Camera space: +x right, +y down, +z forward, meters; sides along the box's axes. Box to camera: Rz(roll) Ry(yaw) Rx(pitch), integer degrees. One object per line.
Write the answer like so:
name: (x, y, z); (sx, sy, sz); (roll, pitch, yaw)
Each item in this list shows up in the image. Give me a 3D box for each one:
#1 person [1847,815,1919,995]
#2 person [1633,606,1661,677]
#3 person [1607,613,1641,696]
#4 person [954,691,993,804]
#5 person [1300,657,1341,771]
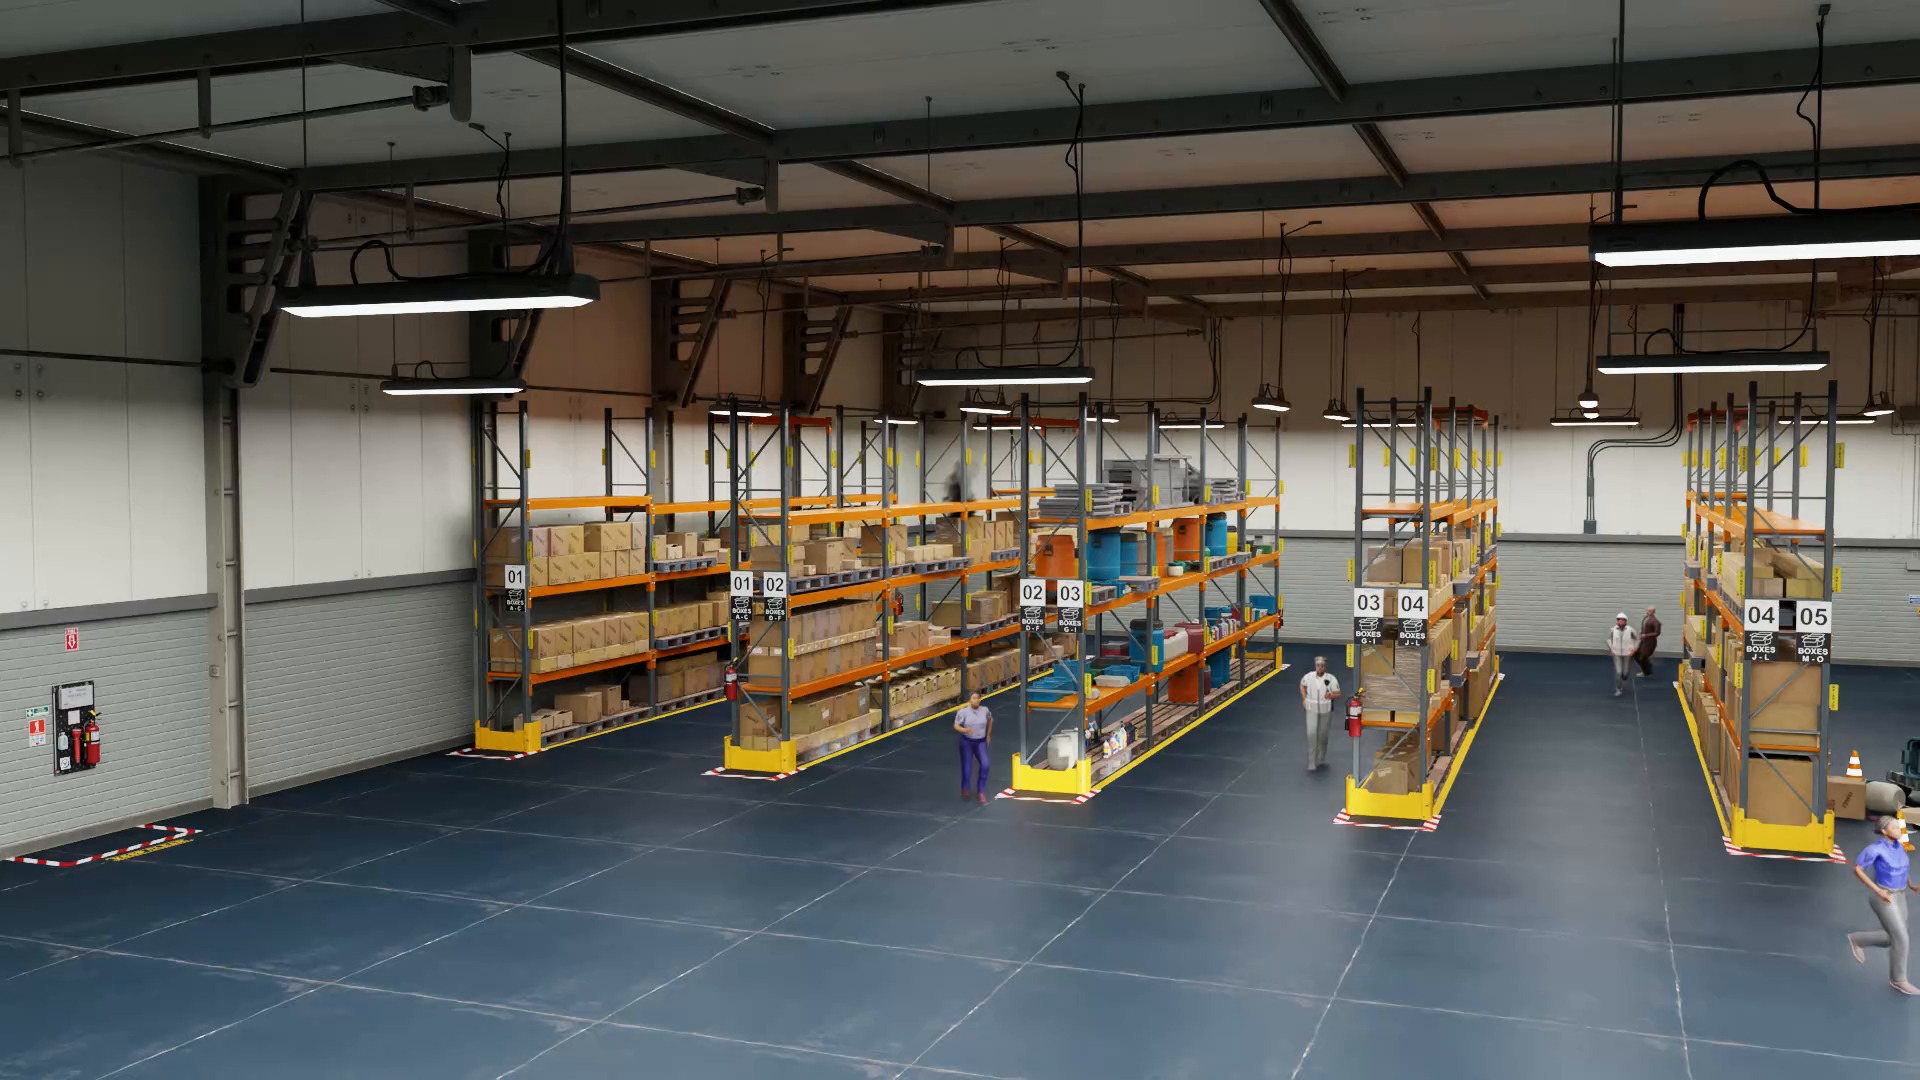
person: (8.785, 3.432, 15.811); (0.577, 1.643, 0.738); (-2, 3, -30)
person: (15.607, 2.322, 37.807); (0.550, 1.702, 0.825); (0, 3, -9)
person: (14.090, 2.424, 35.320); (0.677, 1.760, 0.625); (1, 3, 28)
person: (0.204, 3.016, 24.319); (0.623, 1.652, 0.776); (-1, 3, -11)
person: (5.856, 2.800, 27.053); (0.651, 1.826, 0.898); (1, 3, 13)
